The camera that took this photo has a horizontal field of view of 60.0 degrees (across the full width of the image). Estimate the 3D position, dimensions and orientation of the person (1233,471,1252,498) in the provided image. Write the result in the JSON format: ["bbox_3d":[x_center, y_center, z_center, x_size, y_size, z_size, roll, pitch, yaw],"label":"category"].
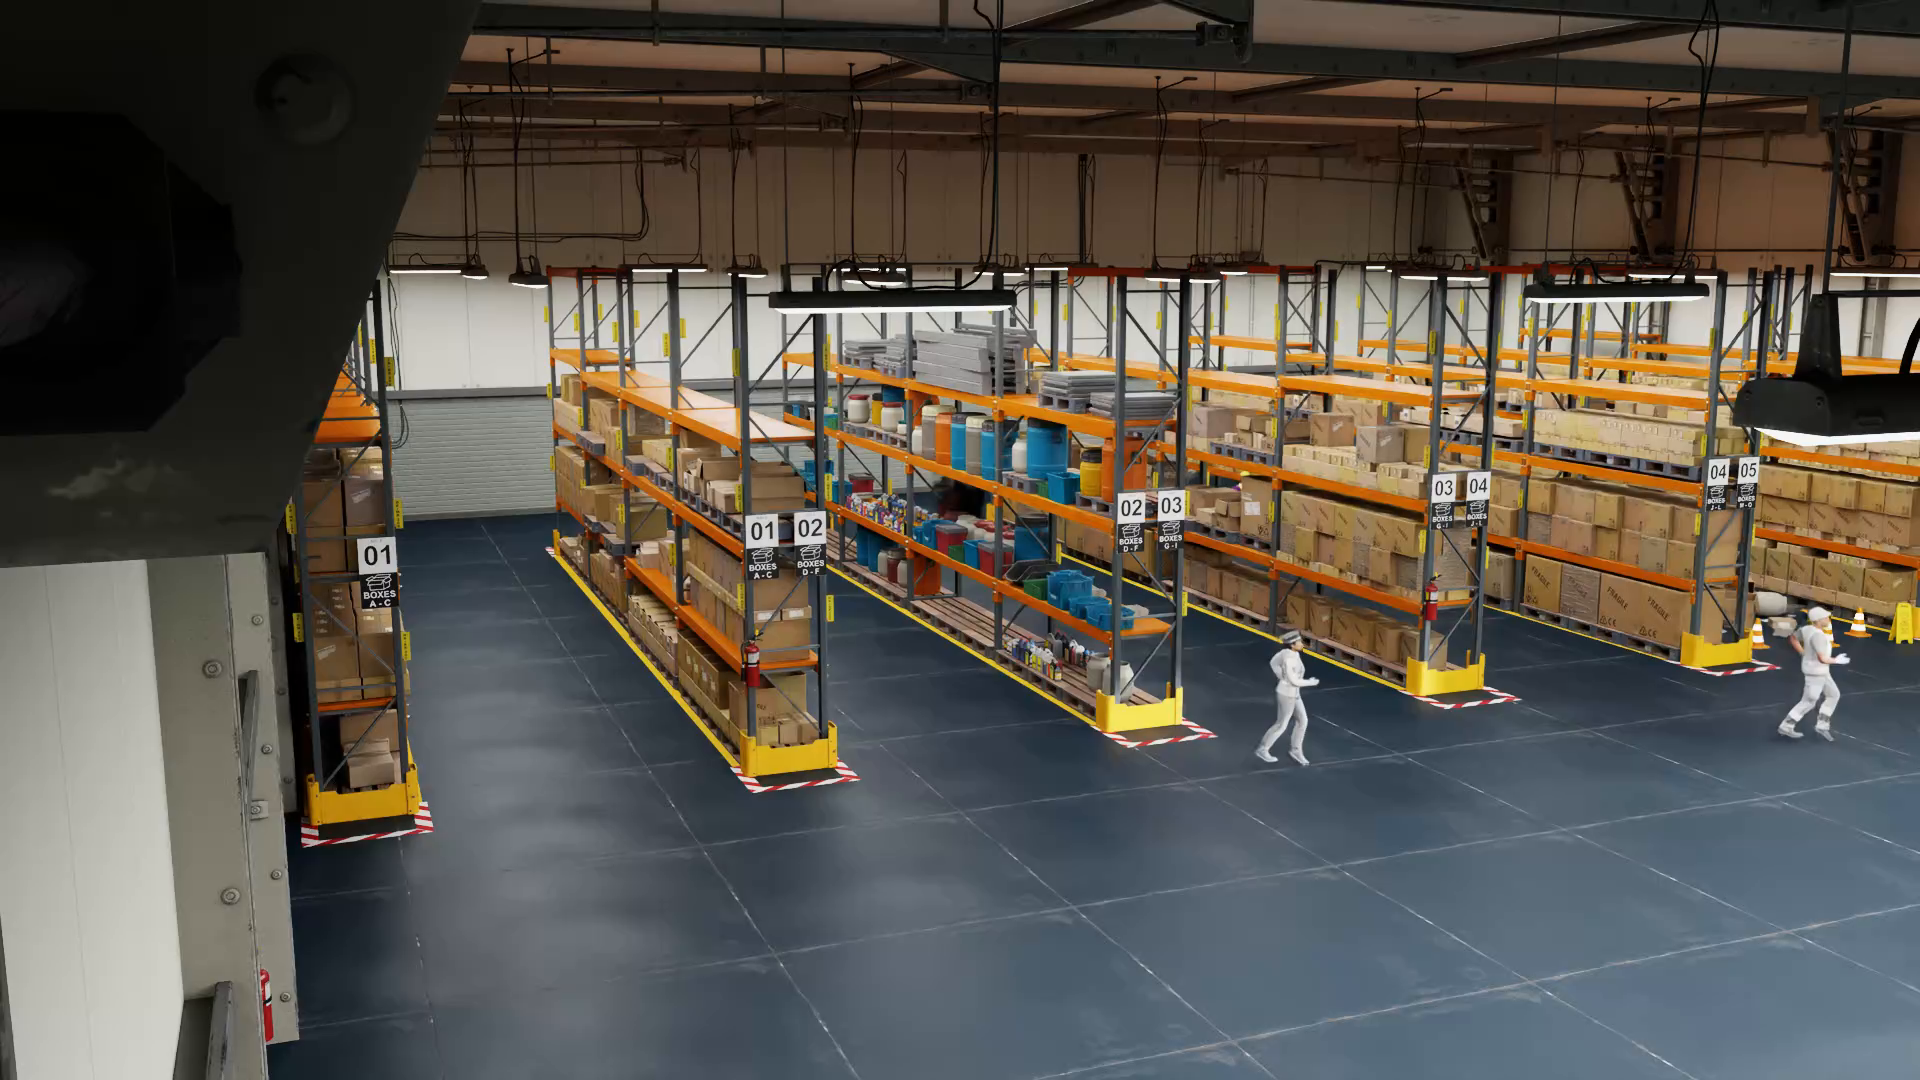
[{"bbox_3d":[6.049,-0.610,35.232,0.708,1.723,0.585,-4,11,-22],"label":"person"}]

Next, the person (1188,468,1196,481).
[{"bbox_3d":[5.639,-1.714,41.571,0.604,1.717,0.665,-4,11,-20],"label":"person"}]

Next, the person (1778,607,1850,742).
[{"bbox_3d":[11.085,1.748,21.567,0.761,1.808,0.664,3,10,19],"label":"person"}]

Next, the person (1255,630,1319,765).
[{"bbox_3d":[4.050,1.963,20.567,0.752,1.758,0.623,2,10,11],"label":"person"}]
